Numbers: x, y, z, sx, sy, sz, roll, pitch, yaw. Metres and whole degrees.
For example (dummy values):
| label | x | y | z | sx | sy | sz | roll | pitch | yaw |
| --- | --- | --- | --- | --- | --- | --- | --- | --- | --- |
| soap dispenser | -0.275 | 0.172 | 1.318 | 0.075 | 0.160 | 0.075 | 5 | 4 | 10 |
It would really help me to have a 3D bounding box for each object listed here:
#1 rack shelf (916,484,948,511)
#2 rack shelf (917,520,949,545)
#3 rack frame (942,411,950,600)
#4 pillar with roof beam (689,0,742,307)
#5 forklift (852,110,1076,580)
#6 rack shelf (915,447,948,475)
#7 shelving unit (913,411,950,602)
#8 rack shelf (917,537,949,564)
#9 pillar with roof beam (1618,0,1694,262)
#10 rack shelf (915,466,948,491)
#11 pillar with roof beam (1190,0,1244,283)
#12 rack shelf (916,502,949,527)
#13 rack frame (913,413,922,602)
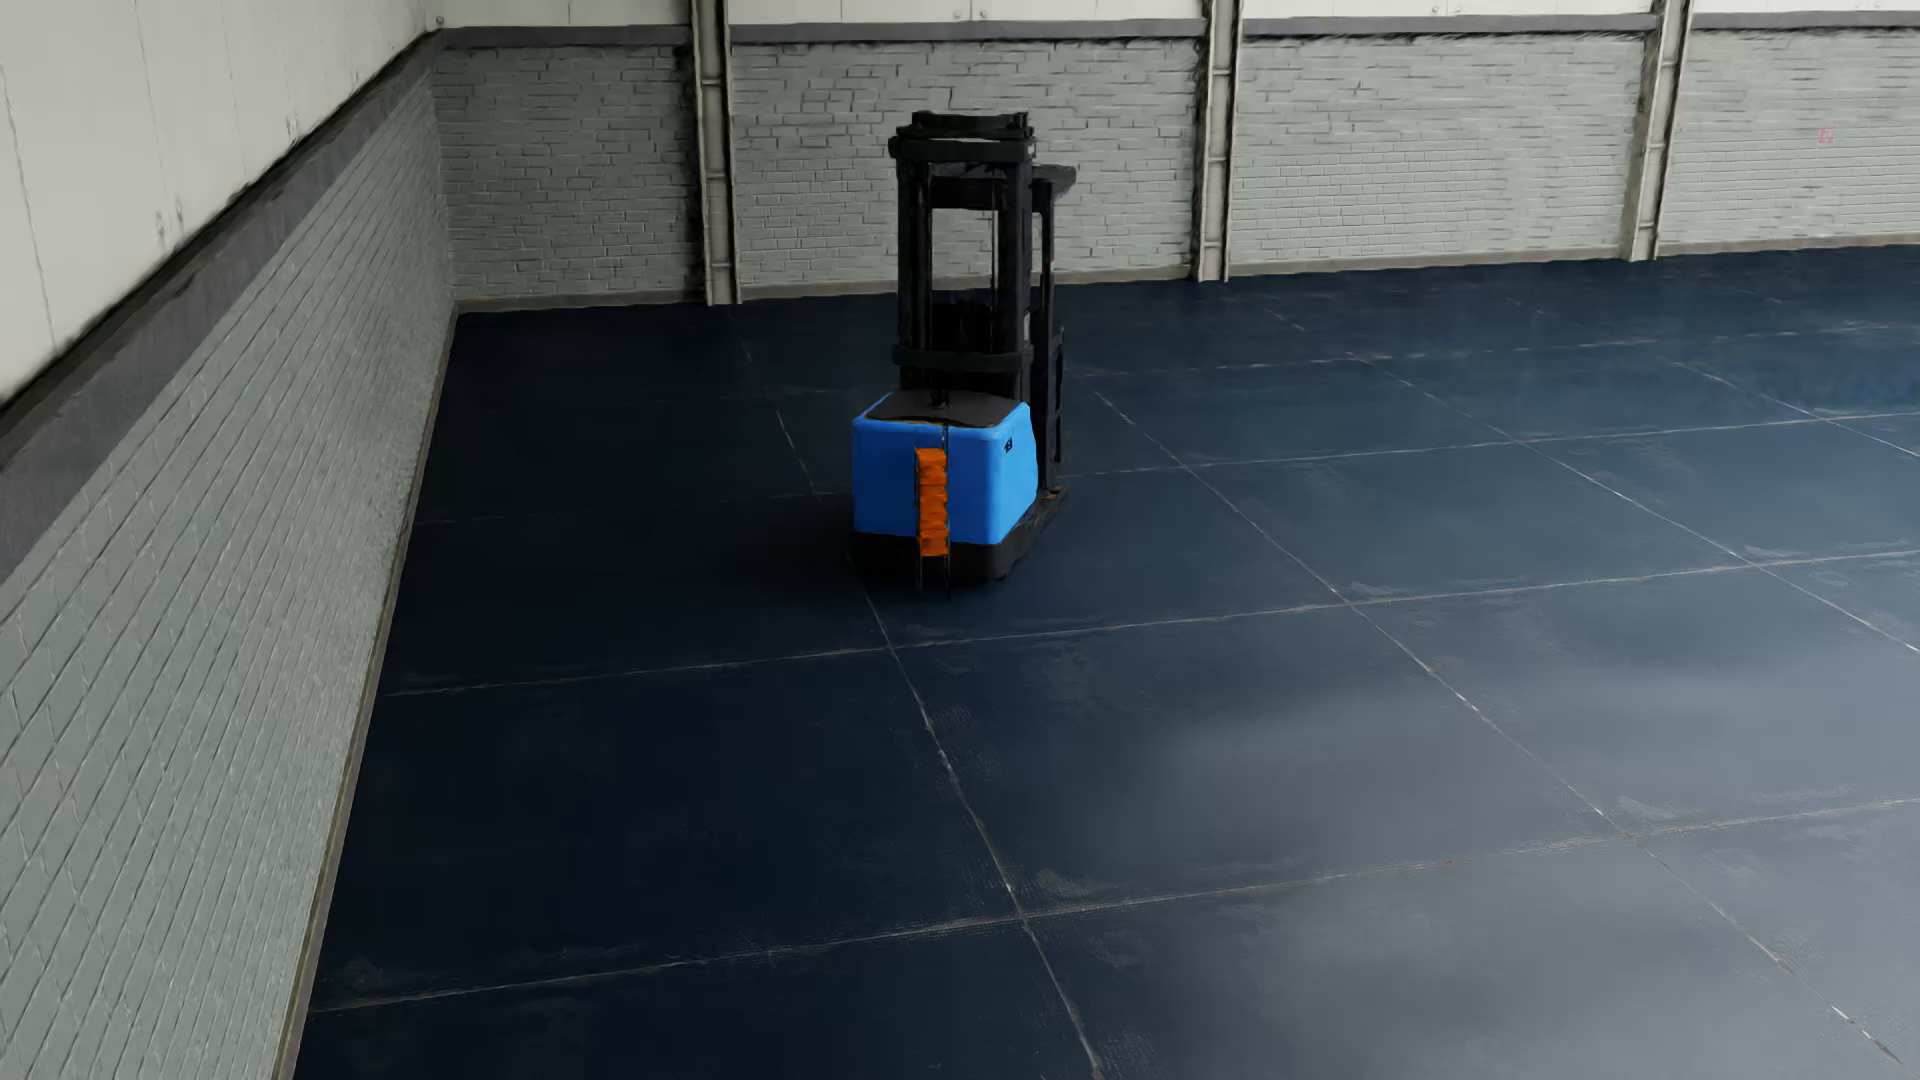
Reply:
| label | x | y | z | sx | sy | sz | roll | pitch | yaw |
| --- | --- | --- | --- | --- | --- | --- | --- | --- | --- |
| rack shelf | -0.181 | -0.279 | 10.607 | 0.180 | 0.103 | 0.258 | -4 | 21 | -8 |
| rack shelf | -0.178 | -0.054 | 10.691 | 0.180 | 0.103 | 0.258 | -4 | 21 | -8 |
| rack frame | -0.089 | -0.213 | 10.645 | 0.006 | 1.200 | 0.240 | -4 | 21 | -8 |
| pillar with roof beam | -1.764 | -5.541 | 13.859 | 0.400 | 9.000 | 9.100 | -5 | 21 | -12 |
| forklift | 0.183 | -1.588 | 11.889 | 1.130 | 2.935 | 3.031 | 6 | 21 | 15 |
| rack shelf | -0.183 | -0.504 | 10.524 | 0.180 | 0.103 | 0.258 | -4 | 21 | -8 |
| shelving unit | -0.180 | -0.208 | 10.634 | 0.189 | 1.200 | 0.258 | -4 | 21 | -8 |
| rack shelf | -0.176 | 0.059 | 10.733 | 0.180 | 0.103 | 0.258 | -4 | 21 | -8 |
| pillar with roof beam | 9.914 | -6.491 | 16.452 | 0.400 | 9.000 | 9.100 | -5 | 21 | -12 |
| rack shelf | -0.182 | -0.391 | 10.565 | 0.180 | 0.103 | 0.258 | -4 | 21 | -8 |
| pillar with roof beam | 4.075 | -6.016 | 15.155 | 0.400 | 9.000 | 9.100 | -5 | 21 | -12 |
| rack shelf | -0.179 | -0.166 | 10.649 | 0.180 | 0.103 | 0.258 | -4 | 21 | -8 |
| rack frame | -0.270 | -0.202 | 10.622 | 0.006 | 1.200 | 0.240 | -4 | 21 | -8 |
